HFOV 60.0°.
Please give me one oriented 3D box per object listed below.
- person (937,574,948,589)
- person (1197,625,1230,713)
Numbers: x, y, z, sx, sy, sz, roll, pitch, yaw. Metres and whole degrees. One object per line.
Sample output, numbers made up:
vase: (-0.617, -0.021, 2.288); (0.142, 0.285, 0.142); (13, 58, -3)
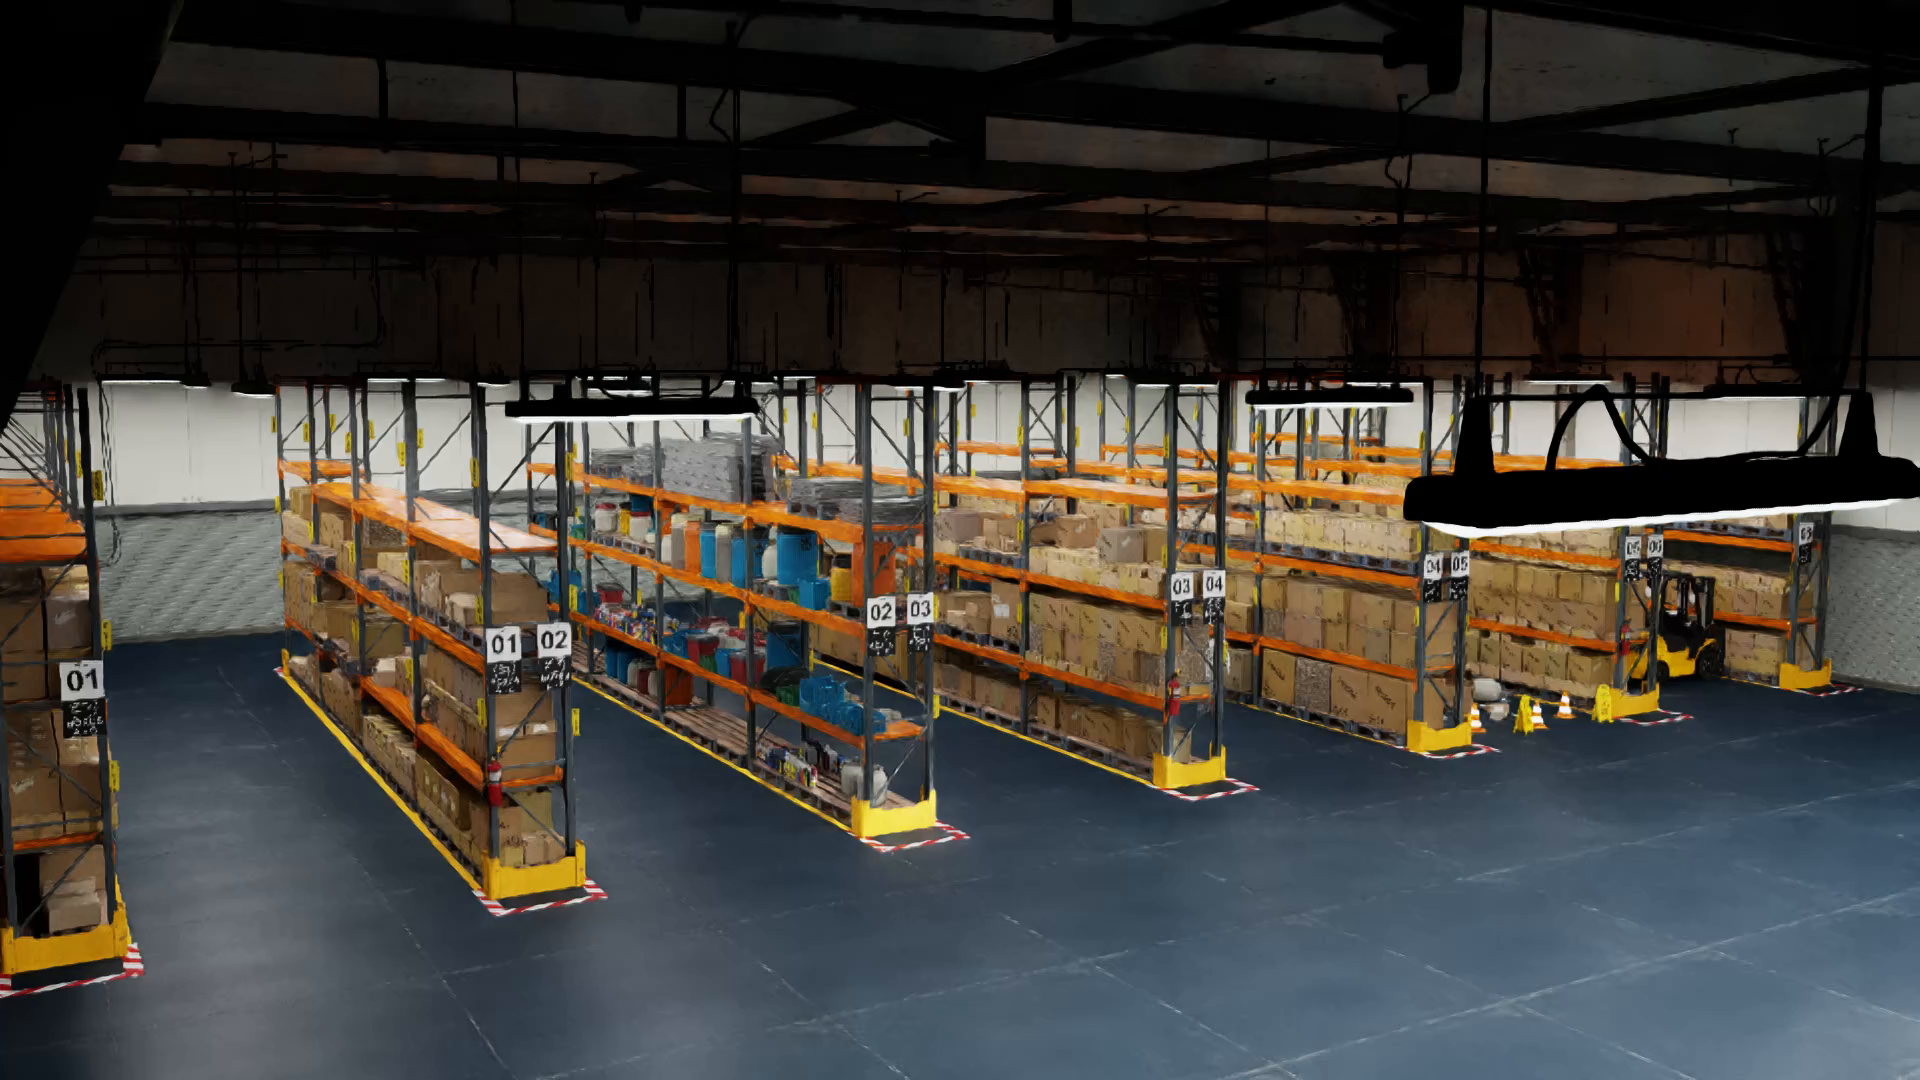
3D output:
person: (-0.462, 1.529, 36.741); (0.478, 1.553, 1.090); (-3, 7, -28)
person: (4.532, 2.292, 29.610); (0.639, 1.632, 0.506); (-4, 7, -30)
